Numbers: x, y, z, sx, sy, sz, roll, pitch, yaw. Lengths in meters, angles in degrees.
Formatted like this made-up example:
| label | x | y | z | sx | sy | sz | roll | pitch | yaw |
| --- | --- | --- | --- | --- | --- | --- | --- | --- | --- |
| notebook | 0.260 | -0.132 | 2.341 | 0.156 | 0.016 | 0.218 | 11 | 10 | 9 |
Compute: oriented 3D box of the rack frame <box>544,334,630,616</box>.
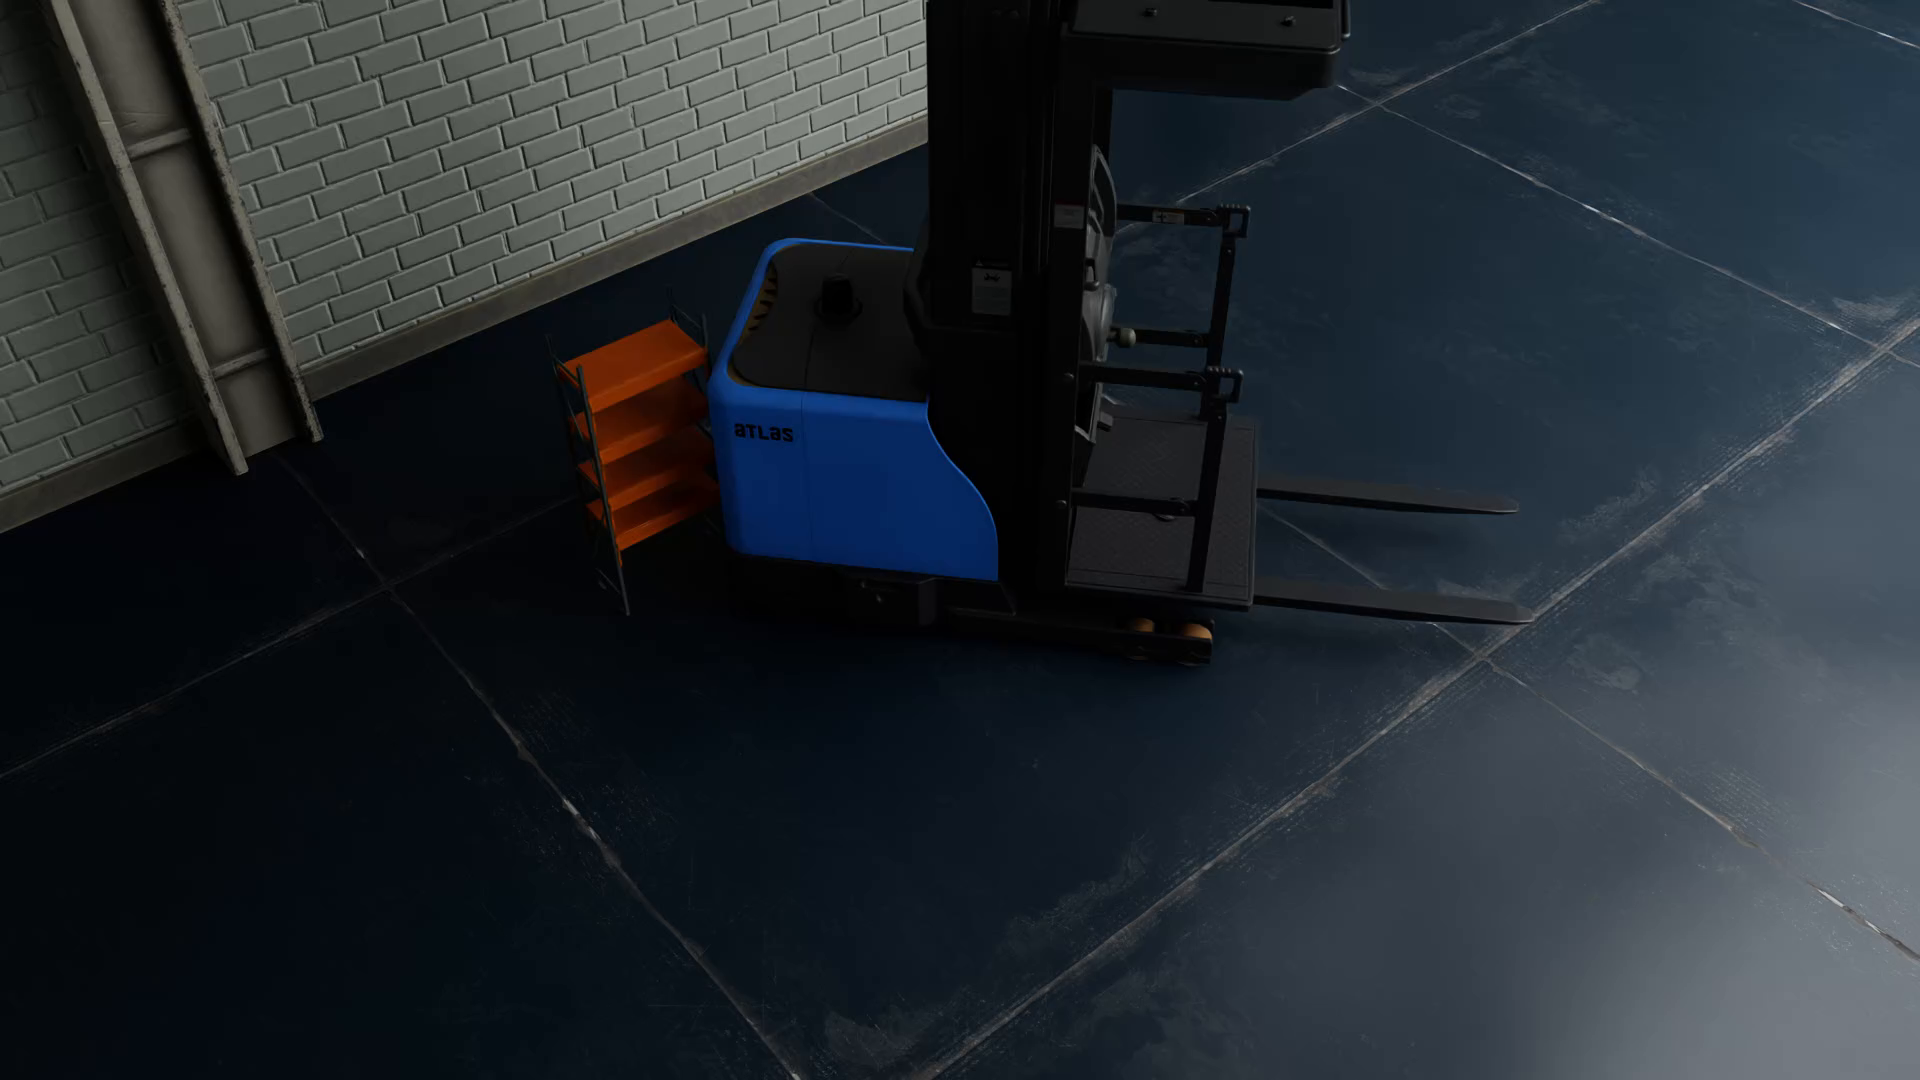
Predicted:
| label | x | y | z | sx | sy | sz | roll | pitch | yaw |
| --- | --- | --- | --- | --- | --- | --- | --- | --- | --- |
| rack frame | -1.358 | -0.210 | 6.097 | 0.015 | 1.200 | 0.240 | -29 | 50 | -27 |

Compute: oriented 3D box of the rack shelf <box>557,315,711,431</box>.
| label | x | y | z | sx | sy | sz | roll | pitch | yaw |
| --- | --- | --- | --- | --- | --- | --- | --- | --- | --- |
| rack shelf | -1.167 | -0.600 | 5.939 | 0.480 | 0.148 | 0.258 | -29 | 50 | -27 |

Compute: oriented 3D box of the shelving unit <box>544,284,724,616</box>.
| label | x | y | z | sx | sy | sz | roll | pitch | yaw |
| --- | --- | --- | --- | --- | --- | --- | --- | --- | --- |
| shelving unit | -1.167 | -0.314 | 6.208 | 0.503 | 1.200 | 0.258 | -29 | 50 | -27 |

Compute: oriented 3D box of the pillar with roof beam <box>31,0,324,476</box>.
| label | x | y | z | sx | sy | sz | roll | pitch | yaw |
| --- | --- | --- | --- | --- | --- | --- | --- | --- | --- |
| pillar with roof beam | -0.249 | -1.457 | 1.728 | 0.400 | 9.000 | 9.100 | -30 | 51 | -28 |

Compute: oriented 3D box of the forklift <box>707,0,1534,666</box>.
| label | x | y | z | sx | sy | sz | roll | pitch | yaw |
| --- | --- | --- | --- | --- | --- | --- | --- | --- | --- |
| forklift | 0.662 | -0.988 | 5.661 | 3.031 | 2.935 | 1.130 | 6 | 44 | 6 |

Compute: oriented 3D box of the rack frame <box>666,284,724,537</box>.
| label | x | y | z | sx | sy | sz | roll | pitch | yaw |
| --- | --- | --- | --- | --- | --- | --- | --- | --- | --- |
| rack frame | -0.976 | -0.418 | 6.319 | 0.015 | 1.200 | 0.240 | -29 | 50 | -27 |

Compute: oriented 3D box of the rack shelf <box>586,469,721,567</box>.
| label | x | y | z | sx | sy | sz | roll | pitch | yaw |
| --- | --- | --- | --- | --- | --- | --- | --- | --- | --- |
| rack shelf | -1.167 | -0.120 | 6.390 | 0.480 | 0.148 | 0.258 | -29 | 50 | -27 |

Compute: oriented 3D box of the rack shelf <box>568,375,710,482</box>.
| label | x | y | z | sx | sy | sz | roll | pitch | yaw |
| --- | --- | --- | --- | --- | --- | --- | --- | --- | --- |
| rack shelf | -1.167 | -0.428 | 6.101 | 0.480 | 0.148 | 0.258 | -29 | 50 | -27 |

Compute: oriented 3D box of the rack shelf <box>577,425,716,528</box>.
| label | x | y | z | sx | sy | sz | roll | pitch | yaw |
| --- | --- | --- | --- | --- | --- | --- | --- | --- | --- |
| rack shelf | -1.167 | -0.265 | 6.254 | 0.480 | 0.148 | 0.258 | -29 | 50 | -27 |
